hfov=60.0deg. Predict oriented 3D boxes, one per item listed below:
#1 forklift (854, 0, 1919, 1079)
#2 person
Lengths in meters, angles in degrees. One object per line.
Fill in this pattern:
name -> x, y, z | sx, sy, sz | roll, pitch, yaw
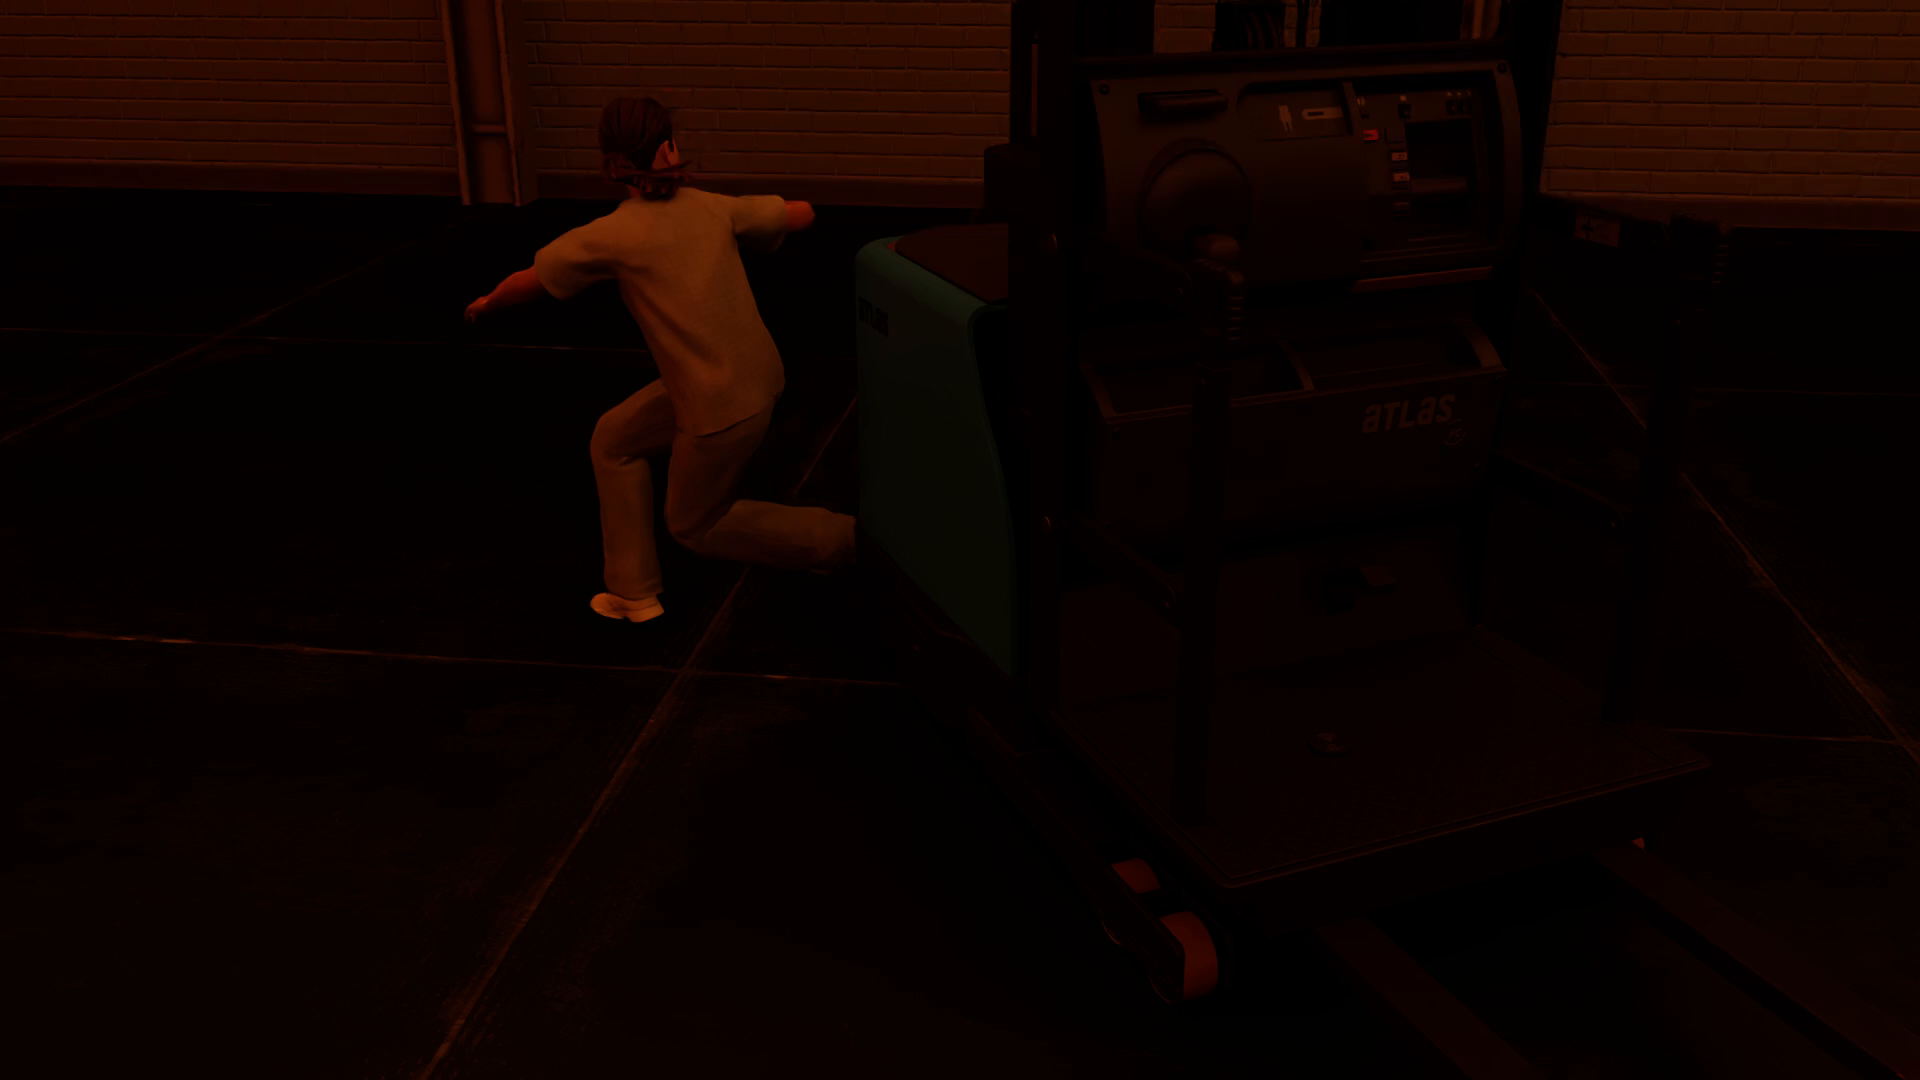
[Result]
forklift -> 0.757, -0.688, 2.962 | 1.130, 2.935, 3.031 | -9, 24, -21
person -> -0.769, -0.475, 4.510 | 1.072, 1.429, 0.767 | 8, 23, 19
